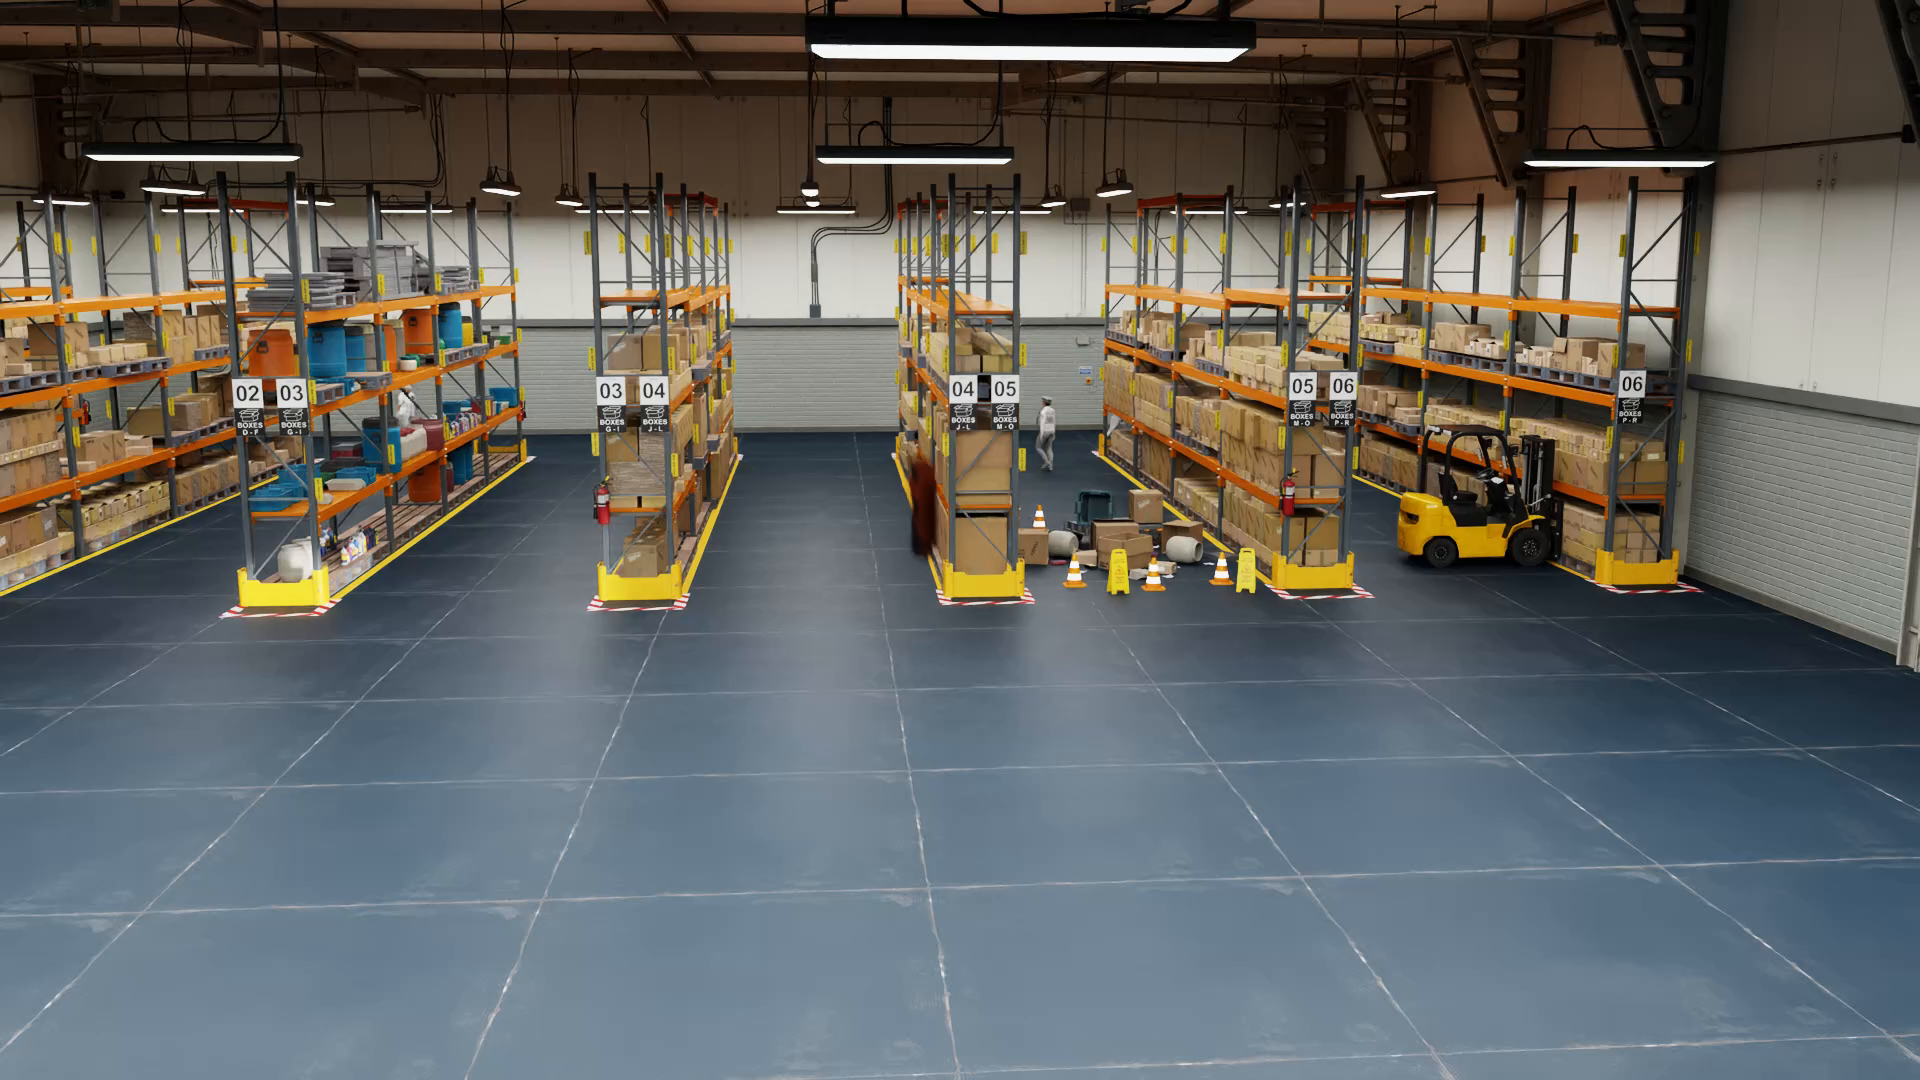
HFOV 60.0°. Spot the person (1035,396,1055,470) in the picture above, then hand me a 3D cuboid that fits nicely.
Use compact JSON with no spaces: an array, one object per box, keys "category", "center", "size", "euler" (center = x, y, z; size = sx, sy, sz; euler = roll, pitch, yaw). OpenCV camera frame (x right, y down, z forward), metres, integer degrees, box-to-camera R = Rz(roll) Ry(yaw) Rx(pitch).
[{"category":"person","center":[1.974,-2.409,37.499],"size":[0.429,1.682,0.523],"euler":[9,14,42]}]

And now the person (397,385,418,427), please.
[{"category":"person","center":[-13.879,-3.124,41.633],"size":[0.805,1.626,0.493],"euler":[6,12,32]}]

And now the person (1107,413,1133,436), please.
[{"category":"person","center":[4.272,-3.626,44.199],"size":[1.111,1.736,0.549],"euler":[-3,10,-17]}]
